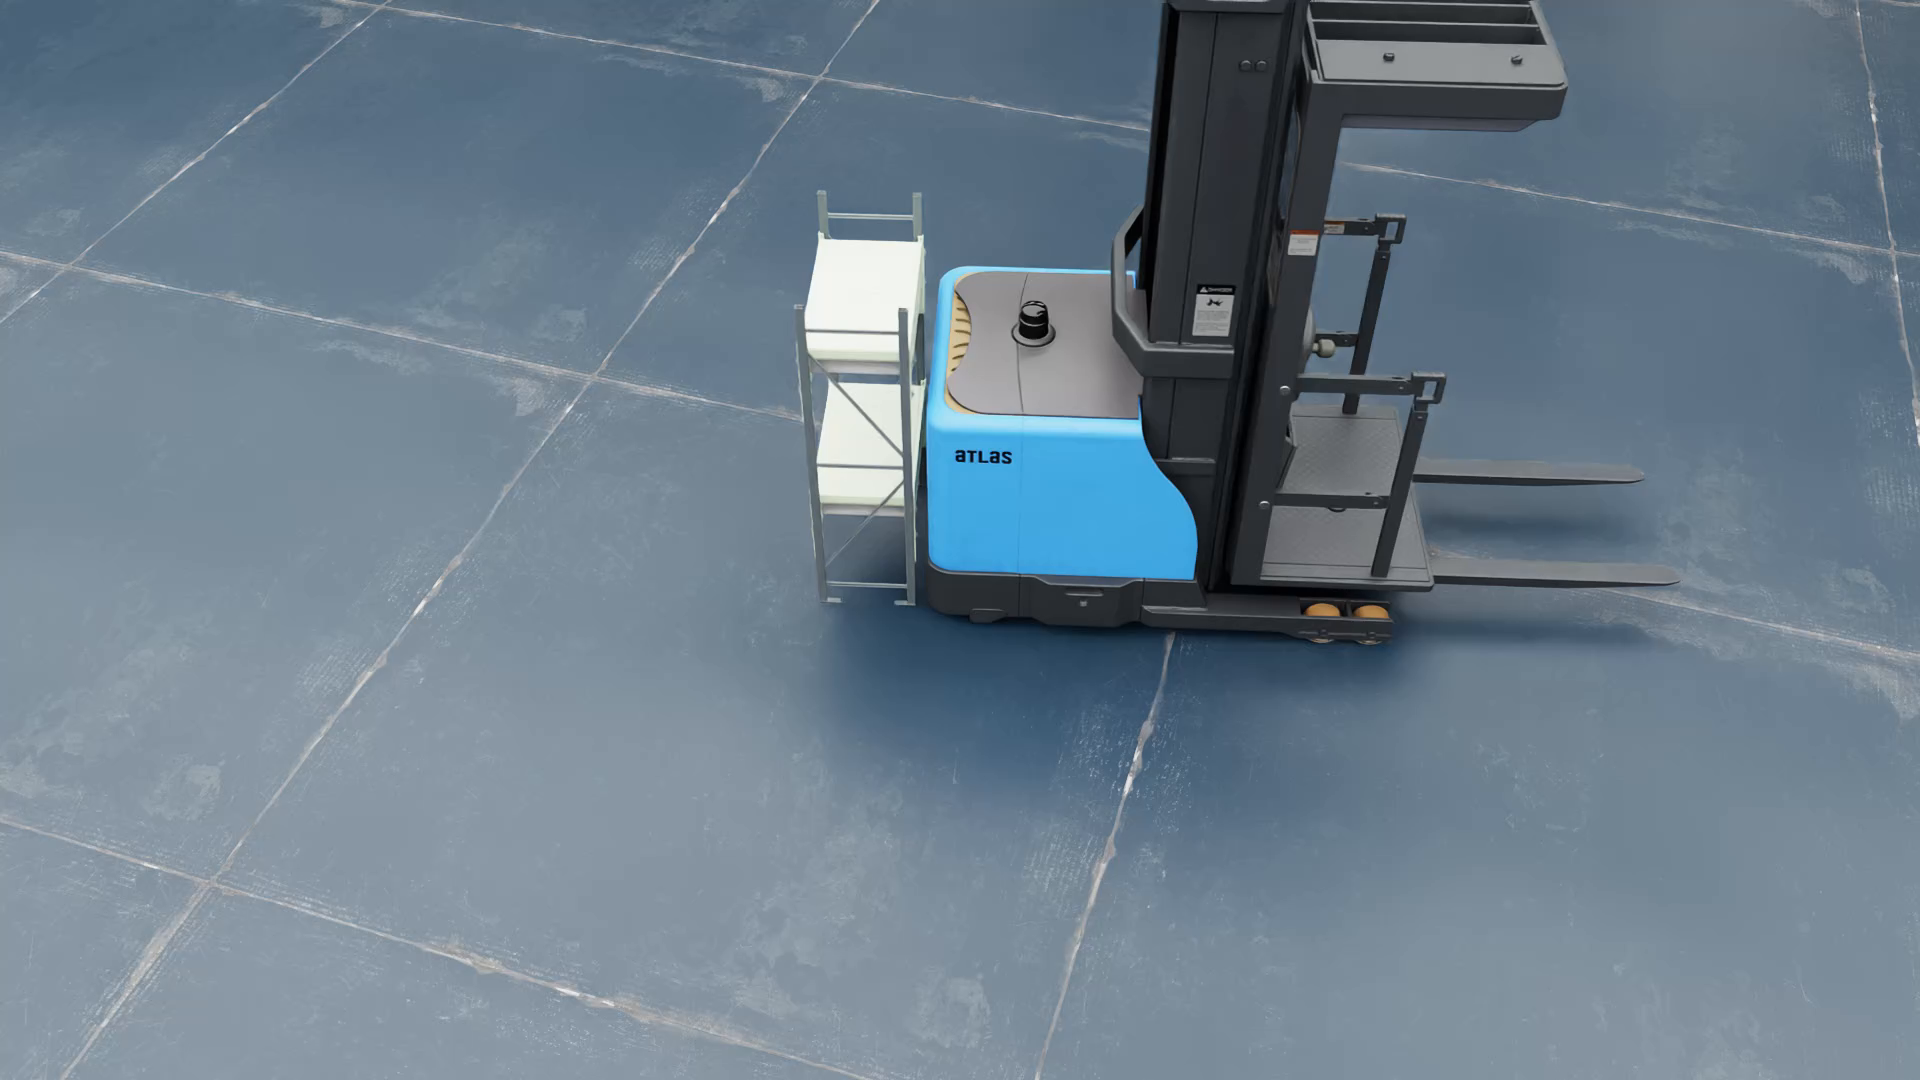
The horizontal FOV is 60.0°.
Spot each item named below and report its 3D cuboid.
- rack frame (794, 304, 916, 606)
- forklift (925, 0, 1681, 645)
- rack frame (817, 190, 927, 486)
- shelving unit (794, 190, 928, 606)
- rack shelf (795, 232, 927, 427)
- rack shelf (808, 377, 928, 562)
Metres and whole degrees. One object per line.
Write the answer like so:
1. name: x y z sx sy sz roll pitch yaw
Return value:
1. rack frame: -0.383 -0.278 6.361 0.400 1.500 0.023 2 44 2
2. forklift: 1.396 -1.010 6.085 3.031 2.935 1.130 2 44 2
3. rack frame: -0.346 -0.790 6.883 0.400 1.500 0.023 2 44 2
4. shelving unit: -0.365 -0.534 6.622 0.431 1.500 0.755 2 44 2
5. rack shelf: -0.365 -0.813 6.349 0.431 0.370 0.720 2 44 2
6. rack shelf: -0.364 -0.301 6.850 0.431 0.370 0.720 2 44 2
